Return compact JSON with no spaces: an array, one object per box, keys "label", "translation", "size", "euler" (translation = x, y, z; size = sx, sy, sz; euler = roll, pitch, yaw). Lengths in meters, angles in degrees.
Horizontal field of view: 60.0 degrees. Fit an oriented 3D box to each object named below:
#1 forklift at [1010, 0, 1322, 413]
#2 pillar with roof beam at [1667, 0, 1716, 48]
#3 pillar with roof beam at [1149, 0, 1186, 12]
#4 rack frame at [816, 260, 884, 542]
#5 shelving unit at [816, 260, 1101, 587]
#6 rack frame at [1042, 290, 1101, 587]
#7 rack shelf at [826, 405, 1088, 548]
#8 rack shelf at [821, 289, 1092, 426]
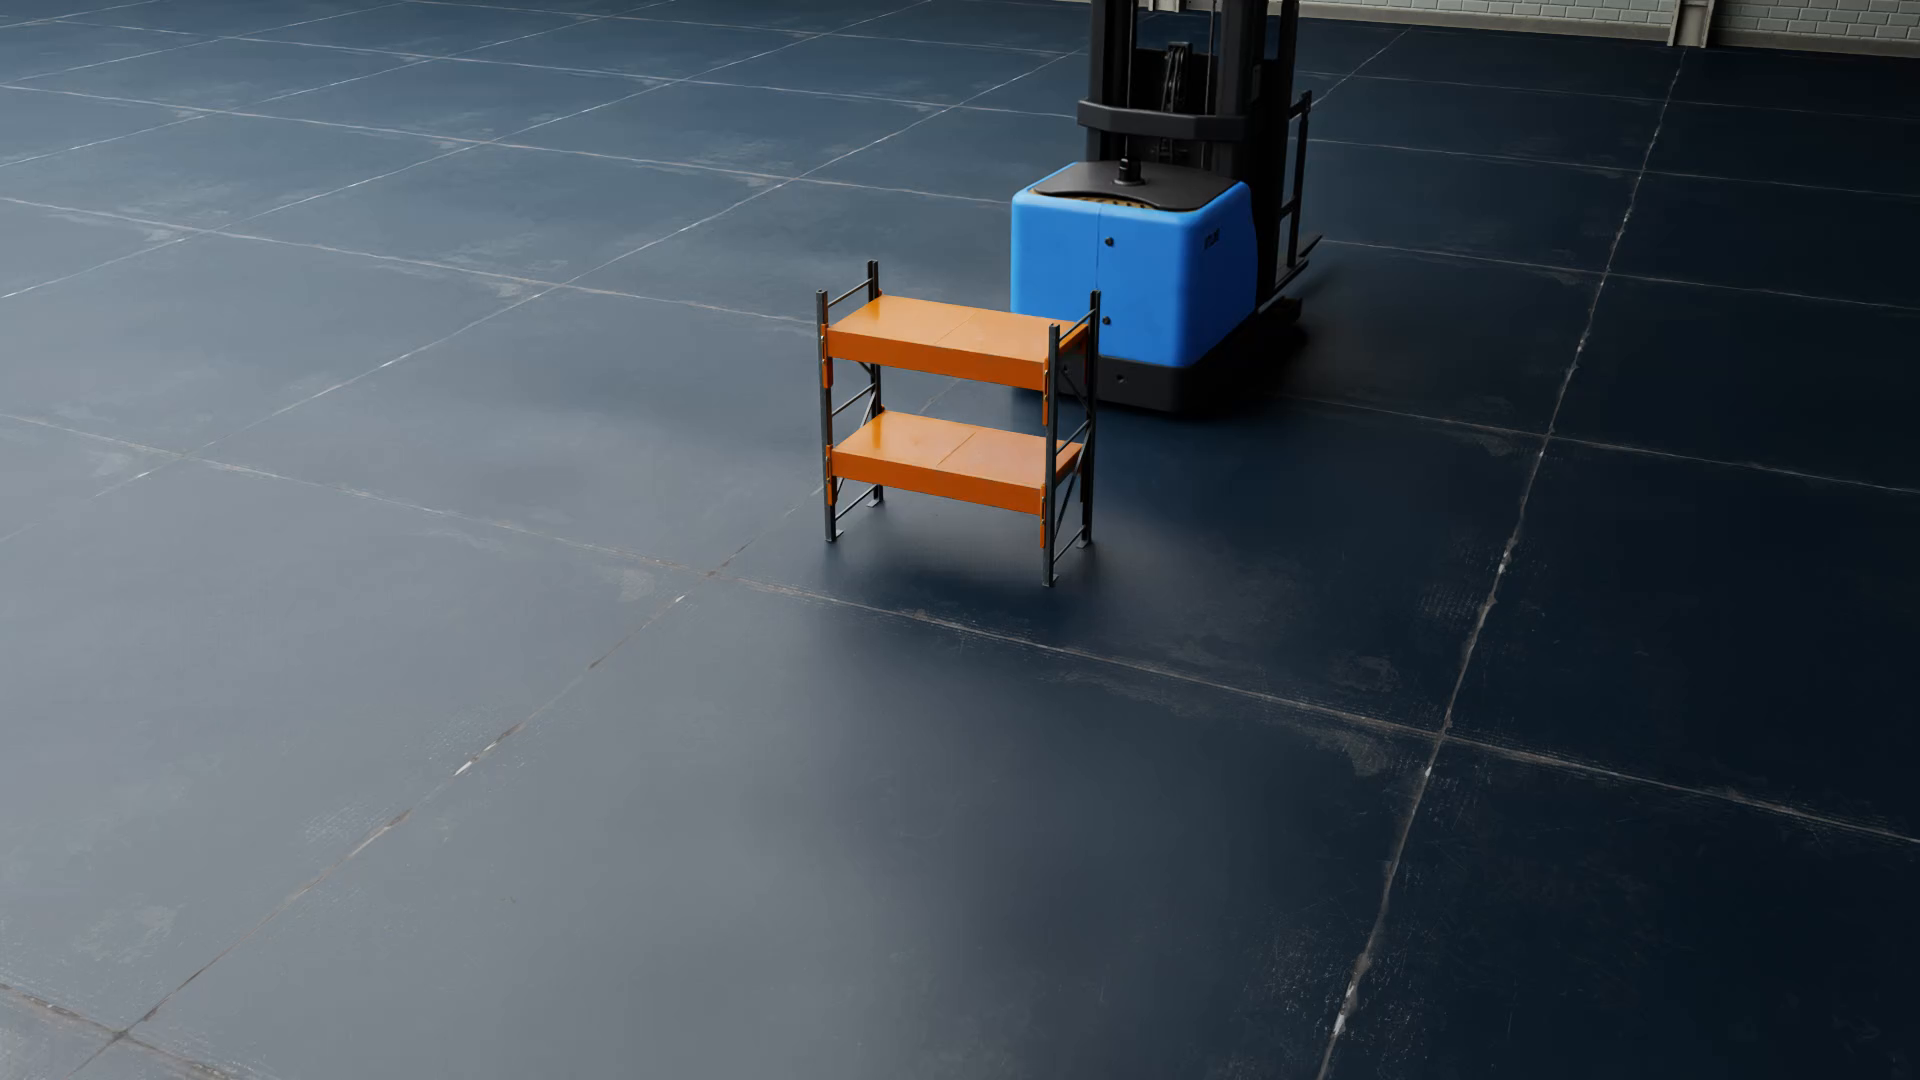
[{"label":"forklift","translation":[1.363,-2.576,9.164],"size":[1.130,2.935,3.031],"euler":[13,29,24]},{"label":"pillar with roof beam","translation":[6.251,-7.778,12.860],"size":[0.400,9.000,9.100],"euler":[11,28,22]},{"label":"pillar with roof beam","translation":[0.789,-8.875,15.088],"size":[0.400,9.000,9.100],"euler":[11,28,22]},{"label":"rack frame","translation":[-0.469,-0.599,7.193],"size":[0.032,1.125,0.500],"euler":[11,28,22]},{"label":"shelving unit","translation":[-0.006,-0.506,7.004],"size":[1.048,1.125,0.538],"euler":[11,28,22]},{"label":"rack frame","translation":[0.457,-0.413,6.815],"size":[0.032,1.125,0.500],"euler":[11,28,22]},{"label":"rack shelf","translation":[-0.006,-0.287,7.112],"size":[1.000,0.278,0.538],"euler":[11,28,22]},{"label":"rack shelf","translation":[-0.006,-0.768,6.875],"size":[1.000,0.278,0.538],"euler":[11,28,22]}]
